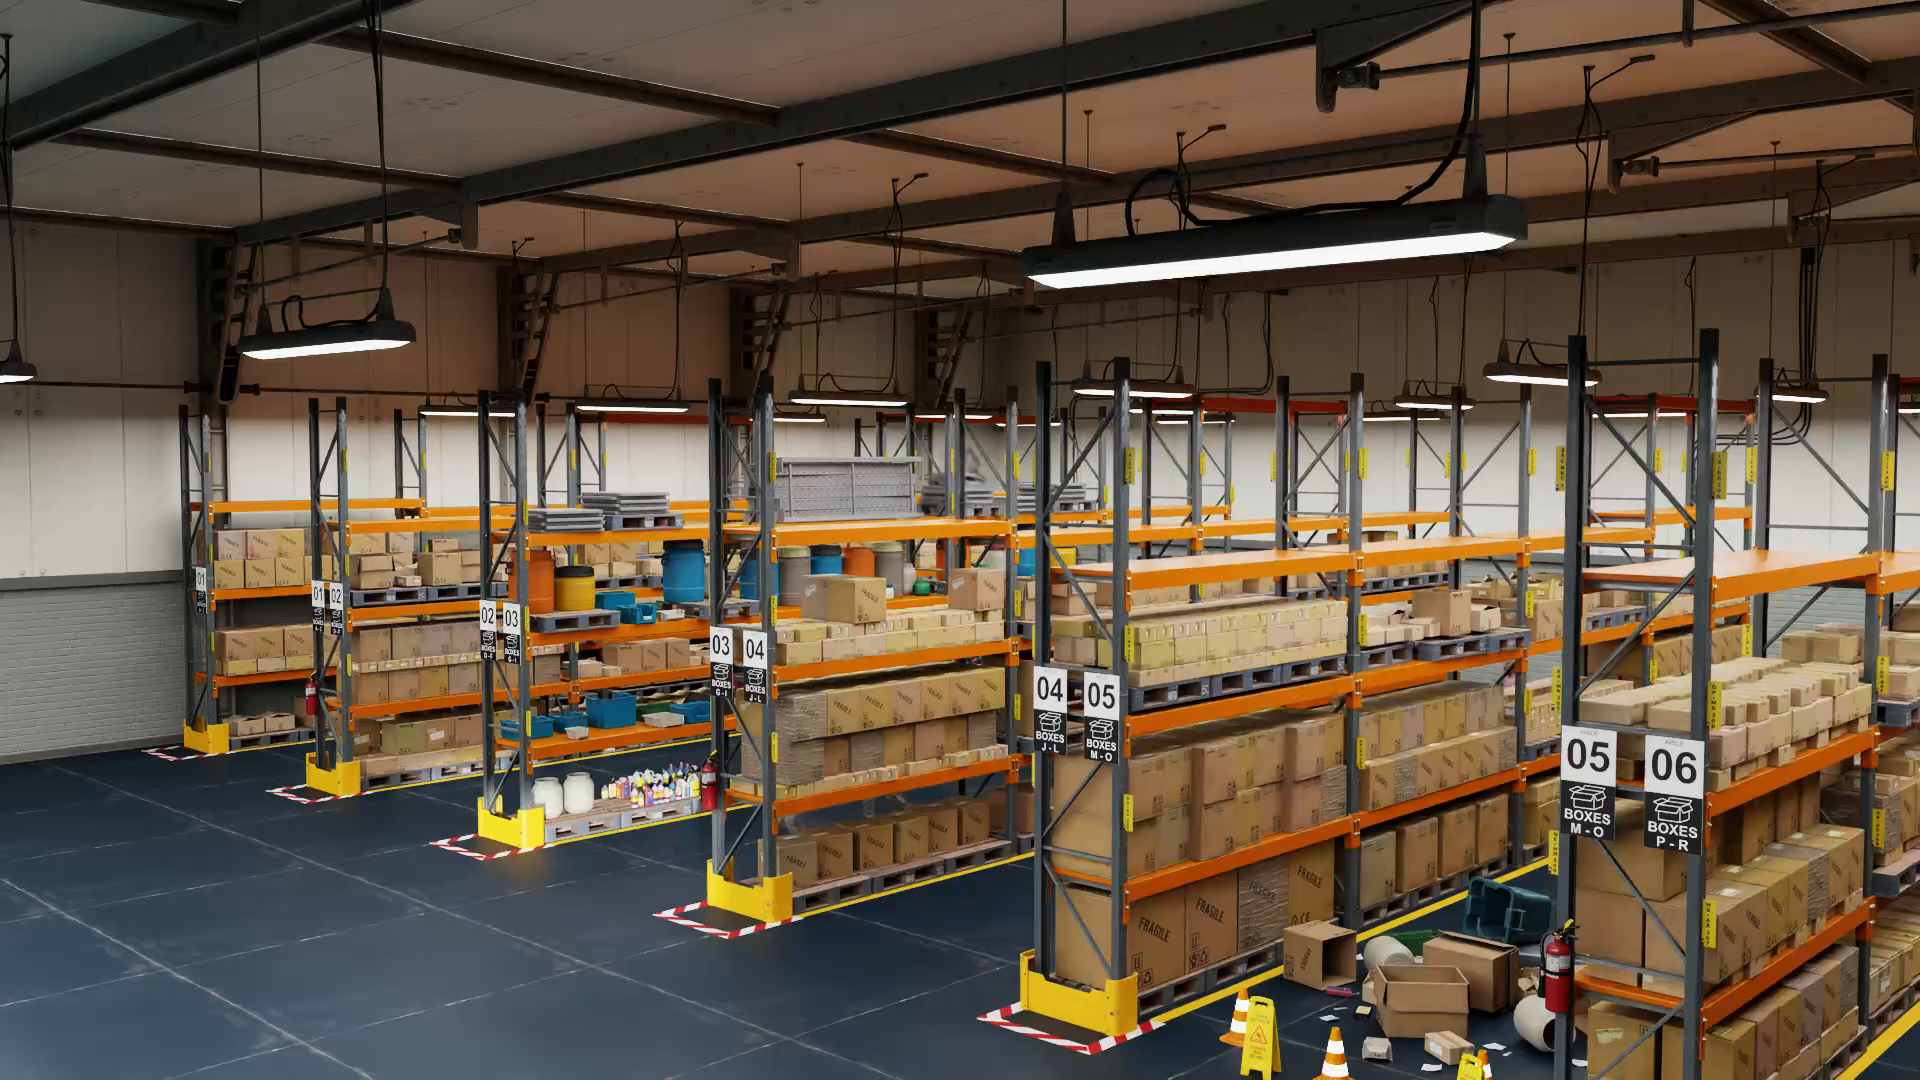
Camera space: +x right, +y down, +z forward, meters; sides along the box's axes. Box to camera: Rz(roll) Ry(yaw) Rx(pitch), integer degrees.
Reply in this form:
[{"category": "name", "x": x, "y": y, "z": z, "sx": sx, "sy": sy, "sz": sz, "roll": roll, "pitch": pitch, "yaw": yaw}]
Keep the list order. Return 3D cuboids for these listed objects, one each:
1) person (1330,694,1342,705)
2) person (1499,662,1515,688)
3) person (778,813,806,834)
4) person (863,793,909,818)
[{"category": "person", "x": 5.473, "y": 3.038, "z": 24.274, "sx": 0.575, "sy": 1.644, "sz": 0.941, "roll": 3, "pitch": 4, "yaw": 41}, {"category": "person", "x": 9.547, "y": 2.898, "z": 28.773, "sx": 0.580, "sy": 1.567, "sz": 0.733, "roll": 1, "pitch": 3, "yaw": 22}, {"category": "person", "x": -2.137, "y": 3.217, "z": 21.422, "sx": 0.613, "sy": 1.649, "sz": 0.501, "roll": 3, "pitch": 4, "yaw": 41}, {"category": "person", "x": -1.012, "y": 3.094, "z": 22.334, "sx": 0.625, "sy": 1.797, "sz": 0.982, "roll": 2, "pitch": 4, "yaw": 38}]
